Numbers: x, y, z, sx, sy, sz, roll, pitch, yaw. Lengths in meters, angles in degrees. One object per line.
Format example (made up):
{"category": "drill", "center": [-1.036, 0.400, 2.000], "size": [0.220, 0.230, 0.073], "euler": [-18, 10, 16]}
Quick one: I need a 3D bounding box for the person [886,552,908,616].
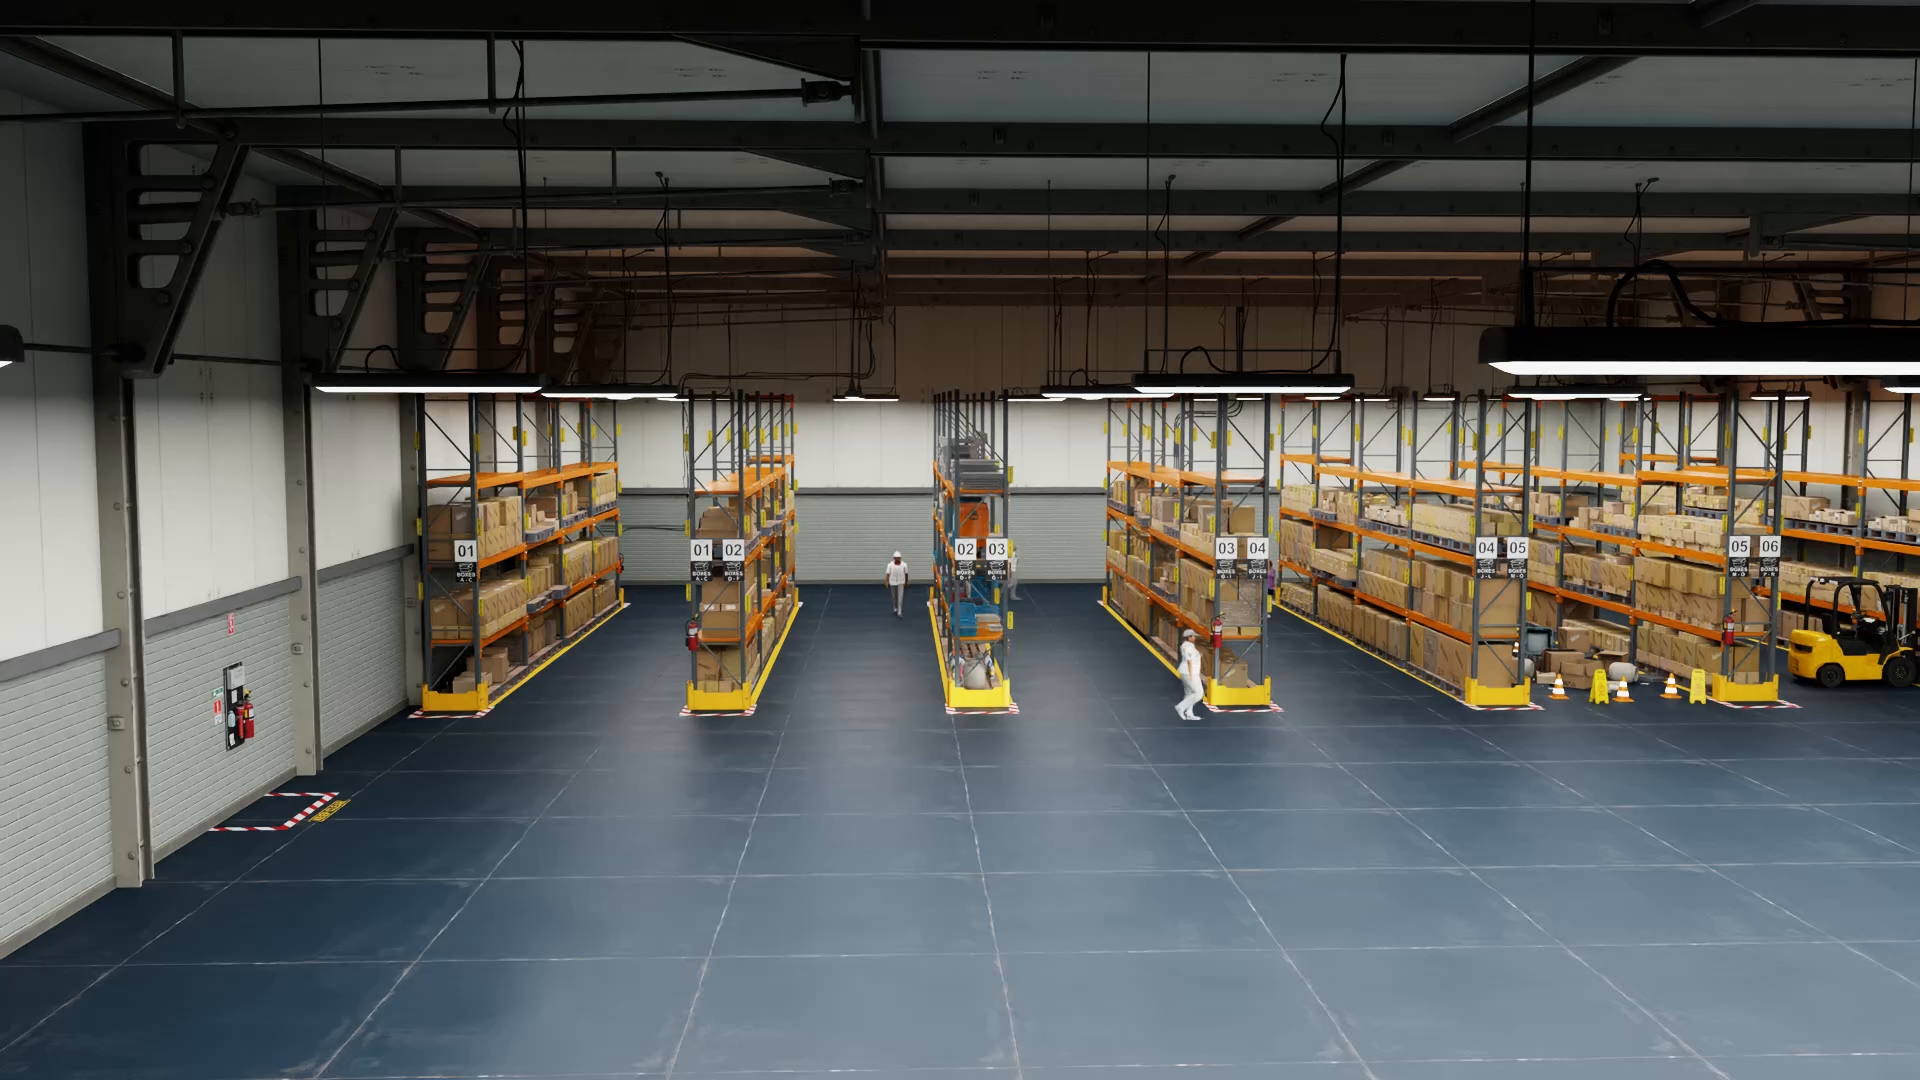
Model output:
{"category": "person", "center": [-1.712, 1.176, 45.054], "size": [0.601, 1.704, 1.077], "euler": [0, 5, 1]}

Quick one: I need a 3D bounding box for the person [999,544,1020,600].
{"category": "person", "center": [1.440, 0.929, 48.554], "size": [0.629, 1.656, 0.501], "euler": [1, 5, 12]}

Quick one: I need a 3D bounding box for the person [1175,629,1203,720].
{"category": "person", "center": [4.097, 2.434, 29.980], "size": [0.512, 1.656, 0.501], "euler": [-1, 5, -6]}

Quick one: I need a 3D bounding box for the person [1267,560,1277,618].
{"category": "person", "center": [8.290, 1.291, 44.615], "size": [0.399, 1.540, 0.972], "euler": [0, 5, -2]}
